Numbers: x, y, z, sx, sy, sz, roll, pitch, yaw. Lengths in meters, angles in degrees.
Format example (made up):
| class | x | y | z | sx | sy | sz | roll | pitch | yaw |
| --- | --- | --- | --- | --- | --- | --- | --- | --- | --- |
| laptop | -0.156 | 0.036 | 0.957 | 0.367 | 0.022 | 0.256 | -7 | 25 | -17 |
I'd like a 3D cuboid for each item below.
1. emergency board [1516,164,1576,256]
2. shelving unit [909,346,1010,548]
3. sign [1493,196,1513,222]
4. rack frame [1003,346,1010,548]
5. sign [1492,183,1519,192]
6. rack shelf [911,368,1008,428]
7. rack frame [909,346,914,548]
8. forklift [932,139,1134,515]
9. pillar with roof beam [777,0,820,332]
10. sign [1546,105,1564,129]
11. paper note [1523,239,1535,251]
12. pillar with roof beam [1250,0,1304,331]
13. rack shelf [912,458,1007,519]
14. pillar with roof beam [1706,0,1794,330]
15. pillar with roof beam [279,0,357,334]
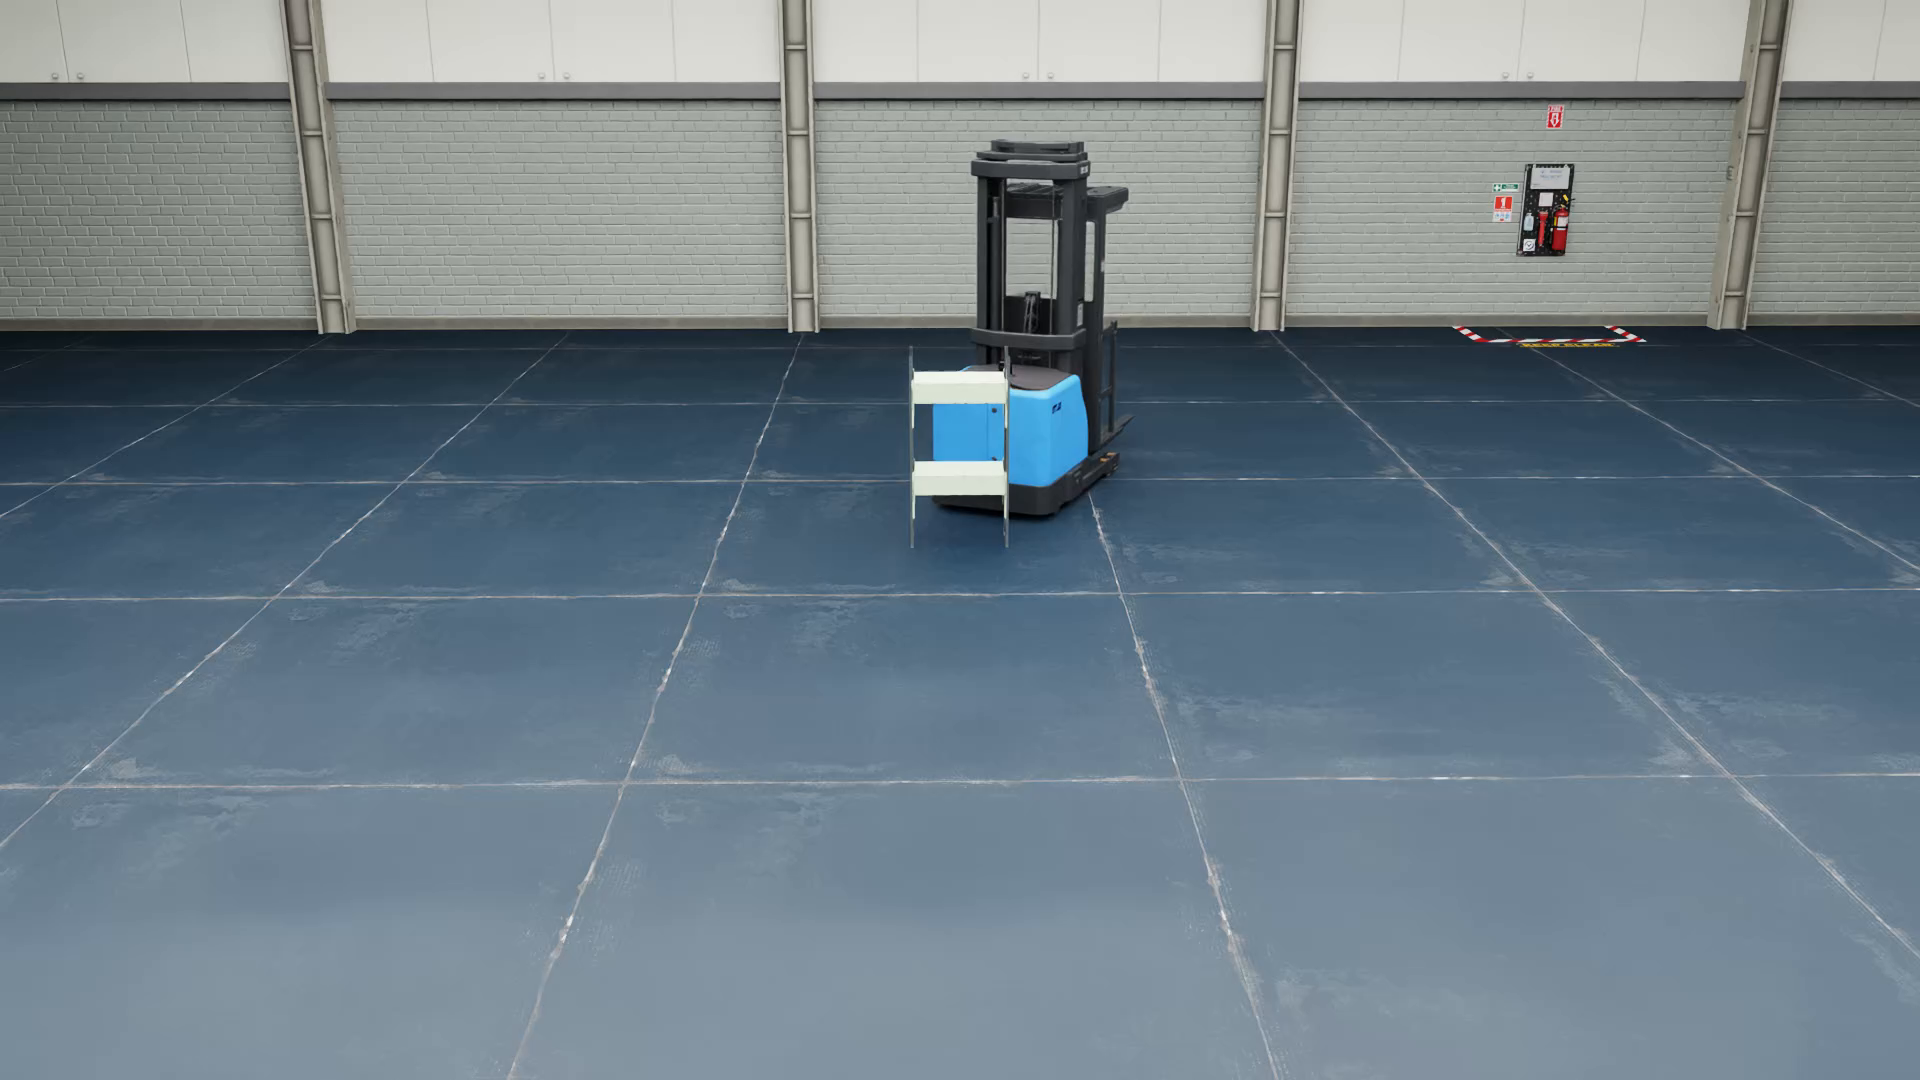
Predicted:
| class | x | y | z | sx | sy | sz | roll | pitch | yaw |
| --- | --- | --- | --- | --- | --- | --- | --- | --- | --- |
| emergency board | 7.514 | -4.200 | 21.229 | 0.643 | 1.169 | 0.194 | 0 | 18 | -1 |
| shelving unit | -0.007 | -0.714 | 12.818 | 0.755 | 1.500 | 0.431 | 0 | 18 | -1 |
| sign | 6.960 | -4.246 | 21.314 | 0.234 | 0.329 | 0.001 | 0 | 18 | -1 |
| rack frame | 0.359 | -0.716 | 12.824 | 0.023 | 1.500 | 0.400 | 0 | 18 | -1 |
| sign | 6.965 | -4.495 | 21.225 | 0.331 | 0.109 | 0.001 | 0 | 18 | -1 |
| rack shelf | -0.007 | -1.086 | 12.699 | 0.720 | 0.370 | 0.431 | 0 | 18 | -1 |
| rack frame | -0.373 | -0.712 | 12.813 | 0.023 | 1.500 | 0.400 | 0 | 18 | -1 |
| forklift | 0.795 | -2.005 | 14.499 | 1.130 | 2.935 | 3.031 | 7 | 19 | 21 |
| pillar with roof beam | -1.945 | -5.684 | 16.035 | 0.400 | 9.000 | 9.100 | 0 | 18 | -1 |
| sign | 7.505 | -5.334 | 20.970 | 0.199 | 0.298 | 0.001 | 0 | 18 | -1 |
| paper note | 7.336 | -3.801 | 21.427 | 0.142 | 0.148 | 0.016 | 0 | 18 | -1 |
| pillar with roof beam | 4.055 | -5.713 | 16.125 | 0.400 | 9.000 | 9.100 | 0 | 18 | -1 |
| rack shelf | -0.007 | -0.404 | 12.918 | 0.720 | 0.370 | 0.431 | 0 | 18 | -1 |
| pillar with roof beam | 10.054 | -5.742 | 16.215 | 0.400 | 9.000 | 9.100 | 0 | 18 | -1 |
| pillar with roof beam | -7.944 | -5.655 | 15.945 | 0.400 | 9.000 | 9.100 | 0 | 18 | -1 |
